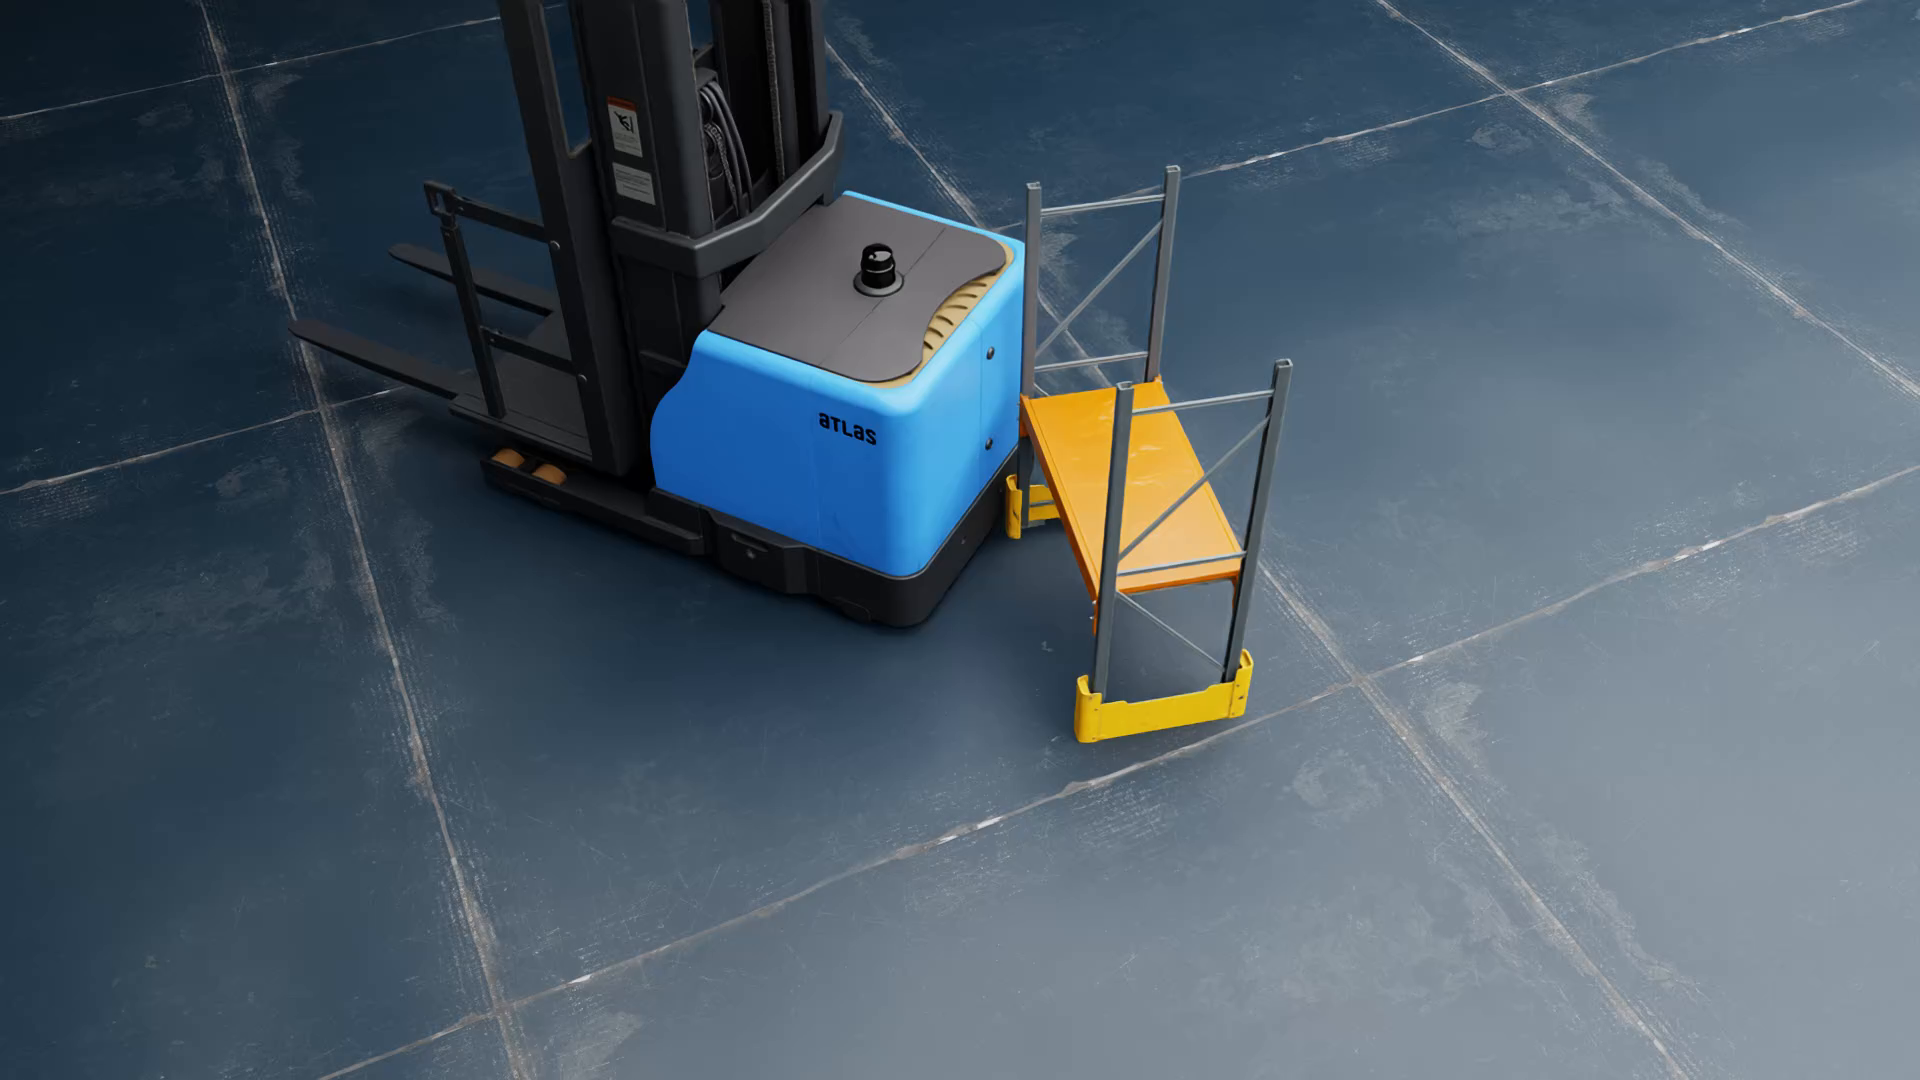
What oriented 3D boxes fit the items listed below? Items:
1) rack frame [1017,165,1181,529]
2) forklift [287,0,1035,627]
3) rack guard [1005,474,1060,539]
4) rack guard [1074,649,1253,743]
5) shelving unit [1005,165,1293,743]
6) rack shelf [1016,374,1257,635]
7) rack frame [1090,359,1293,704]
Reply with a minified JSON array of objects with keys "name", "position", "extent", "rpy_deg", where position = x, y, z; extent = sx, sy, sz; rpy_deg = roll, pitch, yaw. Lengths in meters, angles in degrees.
[{"name":"rack frame","position":[0.458,-0.620,5.811],"extent":[0.500,1.500,0.032],"rpy_deg":[-9,45,-9]},{"name":"forklift","position":[-1.263,-1.477,5.660],"extent":[3.031,2.935,1.130],"rpy_deg":[20,48,19]},{"name":"rack guard","position":[0.462,-0.162,6.236],"extent":[0.587,0.250,0.087],"rpy_deg":[-9,45,-9]},{"name":"rack guard","position":[0.675,0.521,5.544],"extent":[0.587,0.250,0.087],"rpy_deg":[-9,45,-9]},{"name":"shelving unit","position":[0.569,-0.265,5.451],"extent":[0.587,1.500,1.083],"rpy_deg":[-9,45,-9]},{"name":"rack shelf","position":[0.567,-0.143,5.583],"extent":[0.538,0.185,1.000],"rpy_deg":[-9,45,-9]},{"name":"rack frame","position":[0.676,0.077,5.104],"extent":[0.500,1.500,0.032],"rpy_deg":[-9,45,-9]}]
